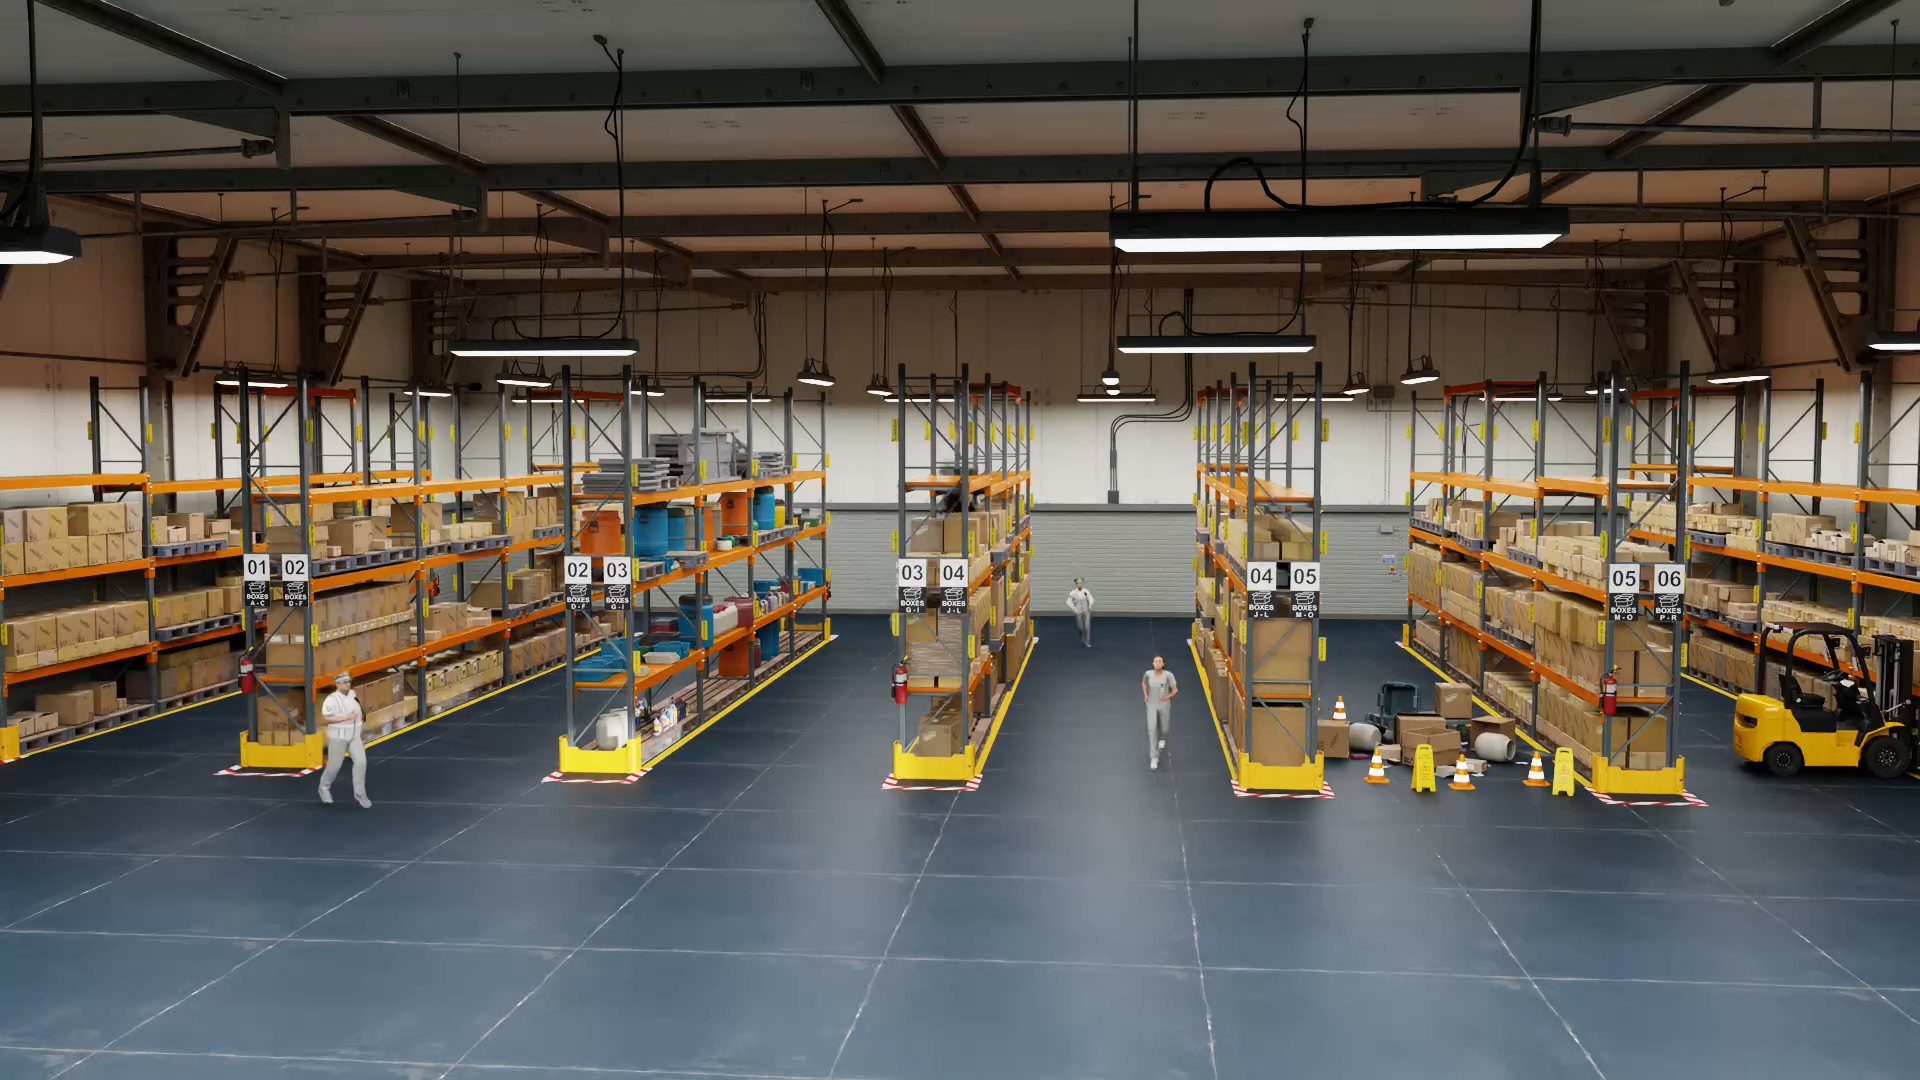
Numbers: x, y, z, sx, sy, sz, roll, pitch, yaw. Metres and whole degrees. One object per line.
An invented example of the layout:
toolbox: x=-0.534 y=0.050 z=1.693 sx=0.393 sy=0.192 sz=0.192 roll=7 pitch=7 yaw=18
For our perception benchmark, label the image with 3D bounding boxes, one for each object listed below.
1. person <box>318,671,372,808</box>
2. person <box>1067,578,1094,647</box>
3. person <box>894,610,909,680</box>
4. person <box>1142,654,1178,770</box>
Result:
person: x=-8.311 y=2.674 z=22.368 sx=0.835 sy=1.841 sz=0.687 roll=2 pitch=4 yaw=30
person: x=2.838 y=1.688 z=38.954 sx=0.641 sy=1.635 sz=0.596 roll=0 pitch=4 yaw=-5
person: x=-0.999 y=1.986 z=33.238 sx=0.678 sy=1.745 sz=0.808 roll=0 pitch=4 yaw=0
person: x=3.034 y=2.559 z=25.252 sx=0.536 sy=1.674 sz=1.125 roll=0 pitch=4 yaw=7
